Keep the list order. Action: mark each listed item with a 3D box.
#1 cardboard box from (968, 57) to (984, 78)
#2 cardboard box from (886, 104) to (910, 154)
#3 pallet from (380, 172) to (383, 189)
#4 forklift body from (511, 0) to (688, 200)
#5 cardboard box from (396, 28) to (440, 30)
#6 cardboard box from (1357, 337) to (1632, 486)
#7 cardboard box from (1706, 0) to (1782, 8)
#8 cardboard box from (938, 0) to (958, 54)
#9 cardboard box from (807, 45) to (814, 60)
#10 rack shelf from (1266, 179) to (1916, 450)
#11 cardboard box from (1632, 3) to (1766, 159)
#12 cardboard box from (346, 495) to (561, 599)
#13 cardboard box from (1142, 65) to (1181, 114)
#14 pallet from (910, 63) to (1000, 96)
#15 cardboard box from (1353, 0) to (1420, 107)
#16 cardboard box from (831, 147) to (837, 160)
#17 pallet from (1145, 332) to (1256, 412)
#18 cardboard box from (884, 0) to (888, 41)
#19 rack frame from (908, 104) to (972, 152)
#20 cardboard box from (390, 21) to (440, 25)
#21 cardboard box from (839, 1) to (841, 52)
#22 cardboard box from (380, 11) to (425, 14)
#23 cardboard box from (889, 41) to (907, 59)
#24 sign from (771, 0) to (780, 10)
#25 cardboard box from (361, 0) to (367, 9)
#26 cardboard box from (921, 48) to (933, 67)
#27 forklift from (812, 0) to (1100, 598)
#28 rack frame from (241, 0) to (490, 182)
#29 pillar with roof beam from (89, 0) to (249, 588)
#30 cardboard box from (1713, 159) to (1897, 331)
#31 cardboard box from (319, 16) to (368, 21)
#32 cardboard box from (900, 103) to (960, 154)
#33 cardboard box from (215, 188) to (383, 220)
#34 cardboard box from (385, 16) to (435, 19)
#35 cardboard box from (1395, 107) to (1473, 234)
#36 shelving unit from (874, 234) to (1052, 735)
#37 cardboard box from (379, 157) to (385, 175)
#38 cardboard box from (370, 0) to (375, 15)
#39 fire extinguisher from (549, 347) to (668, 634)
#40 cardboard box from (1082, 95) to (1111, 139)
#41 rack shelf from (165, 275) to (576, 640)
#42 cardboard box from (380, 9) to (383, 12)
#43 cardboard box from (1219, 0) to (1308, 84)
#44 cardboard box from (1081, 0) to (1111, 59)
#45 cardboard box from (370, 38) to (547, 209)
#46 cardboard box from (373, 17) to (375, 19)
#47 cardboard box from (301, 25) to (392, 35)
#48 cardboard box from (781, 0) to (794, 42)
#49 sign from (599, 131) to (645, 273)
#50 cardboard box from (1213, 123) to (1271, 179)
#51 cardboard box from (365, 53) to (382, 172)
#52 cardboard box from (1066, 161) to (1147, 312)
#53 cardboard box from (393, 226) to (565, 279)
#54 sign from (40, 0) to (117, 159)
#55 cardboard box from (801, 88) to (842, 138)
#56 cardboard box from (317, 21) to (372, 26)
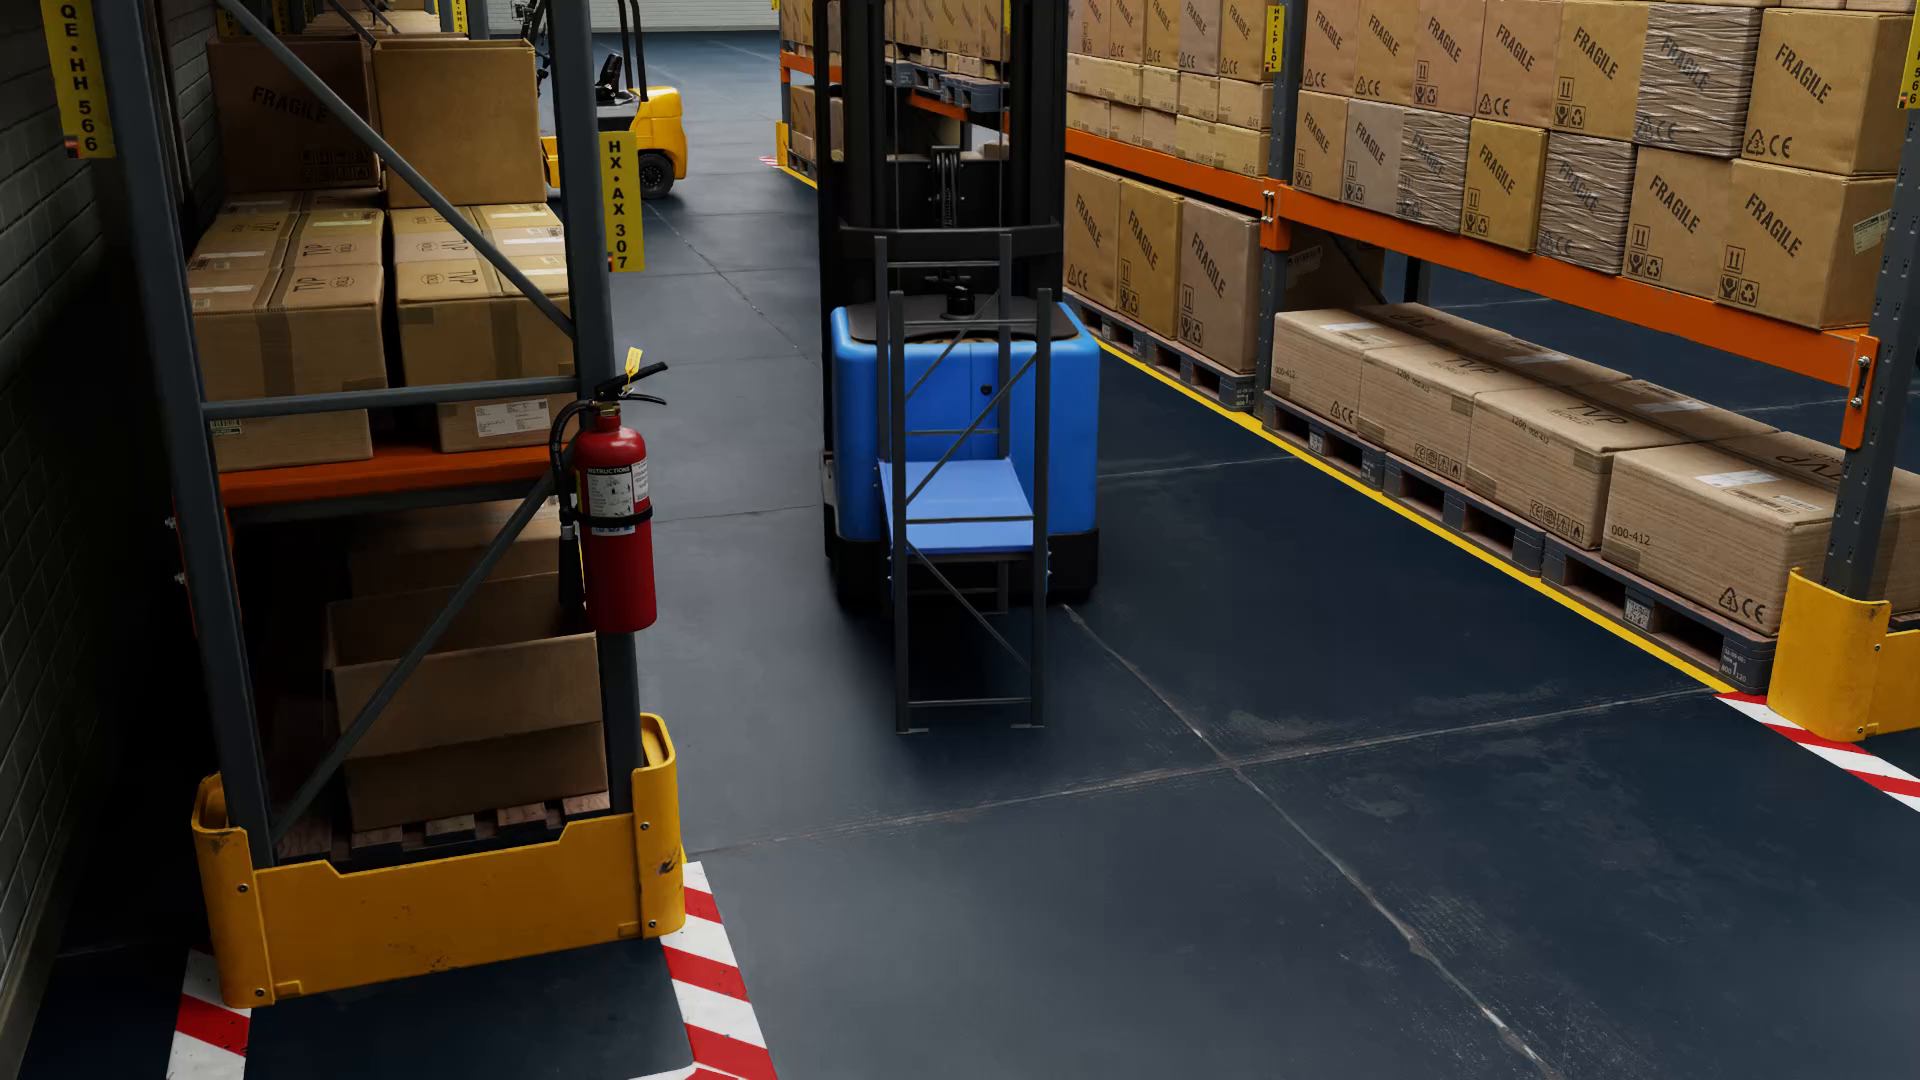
[{"bbox_3d":[0.281,-3.737,13.133,0.380,0.149,0.250,-7,21,-18],"label":"cardboard box"},{"bbox_3d":[-0.816,-4.124,16.798,0.500,0.500,0.500,-7,21,-18],"label":"cardboard box"},{"bbox_3d":[-2.720,-1.788,8.241,1.003,0.211,1.213,-6,21,-17],"label":"pallet"},{"bbox_3d":[-4.016,-4.647,17.173,2.313,2.155,1.214,-6,21,-17],"label":"forklift body"},{"bbox_3d":[-3.735,-3.465,11.520,0.380,0.149,0.250,-6,21,-16],"label":"cardboard box"},{"bbox_3d":[2.516,-0.631,7.904,0.875,0.438,0.875,-7,21,-19],"label":"cardboard box"},{"bbox_3d":[2.830,-1.925,5.752,0.380,0.149,0.250,-7,21,-18],"label":"cardboard box"},{"bbox_3d":[0.142,-4.250,13.603,0.500,0.500,0.500,-8,21,-21],"label":"cardboard box"},{"bbox_3d":[-1.474,-5.402,18.389,0.380,0.149,0.250,-6,21,-16],"label":"cardboard box"},{"bbox_3d":[2.768,-1.159,7.269,1.077,0.370,4.000,-6,21,-17],"label":"rack shelf"},{"bbox_3d":[2.826,-1.667,5.993,0.500,0.500,0.500,-6,21,-17],"label":"cardboard box"},{"bbox_3d":[-1.649,0.167,5.590,0.700,0.500,0.500,-6,20,-15],"label":"cardboard box"},{"bbox_3d":[1.437,-2.744,10.102,0.500,0.250,0.500,-6,21,-16],"label":"cardboard box"},{"bbox_3d":[0.221,-3.963,14.297,1.003,0.211,1.213,-6,21,-17],"label":"pallet"},{"bbox_3d":[2.212,-2.315,7.798,0.500,0.500,0.500,-7,21,-18],"label":"cardboard box"},{"bbox_3d":[-1.149,-4.104,17.853,0.500,0.250,0.500,-6,21,-16],"label":"cardboard box"},{"bbox_3d":[1.825,-1.066,10.073,1.003,0.211,1.213,-6,21,-17],"label":"pallet"},{"bbox_3d":[-0.500,-4.910,15.440,0.500,0.500,0.500,-6,21,-16],"label":"cardboard box"},{"bbox_3d":[-0.376,-4.706,16.082,1.000,3.000,0.127,-6,21,-17],"label":"rack frame"},{"bbox_3d":[-4.065,-3.793,12.432,0.380,0.149,0.250,-6,21,-16],"label":"cardboard box"},{"bbox_3d":[-0.920,-5.174,16.796,0.500,0.500,0.500,-6,21,-15],"label":"cardboard box"},{"bbox_3d":[-4.768,-4.444,14.244,0.380,0.149,0.250,-6,21,-15],"label":"cardboard box"},{"bbox_3d":[-0.432,-4.494,15.240,0.380,0.149,0.250,-6,21,-16],"label":"cardboard box"},{"bbox_3d":[-2.148,-6.340,19.348,0.100,0.325,0.005,-6,21,-17],"label":"sign"},{"bbox_3d":[-5.513,-4.825,14.865,0.380,0.149,0.250,-7,21,-19],"label":"cardboard box"},{"bbox_3d":[-0.118,-4.153,14.293,0.380,0.149,0.250,-6,20,-15],"label":"cardboard box"},{"bbox_3d":[-0.109,-1.605,7.549,1.130,2.935,3.031,-2,20,-5],"label":"forklift"},{"bbox_3d":[-2.572,-1.610,7.463,1.000,3.000,0.127,-6,21,-17],"label":"rack frame"},{"bbox_3d":[0.878,-4.572,6.833,9.100,9.000,0.400,-6,21,-17],"label":"pillar with roof beam"},{"bbox_3d":[2.993,-1.029,5.696,0.500,0.500,0.500,-6,21,-17],"label":"cardboard box"},{"bbox_3d":[-4.967,-4.143,13.405,0.380,0.149,0.250,-7,21,-18],"label":"cardboard box"},{"bbox_3d":[-0.305,-4.181,16.956,0.500,0.500,0.500,-5,20,-15],"label":"cardboard box"},{"bbox_3d":[-2.188,-1.008,5.568,0.500,0.250,0.500,-6,21,-17],"label":"cardboard box"},{"bbox_3d":[-4.412,-4.118,13.336,0.380,0.149,0.250,-7,21,-18],"label":"cardboard box"},{"bbox_3d":[2.342,-1.685,7.523,0.500,0.500,0.500,-6,21,-17],"label":"cardboard box"},{"bbox_3d":[-0.014,-0.233,5.848,0.538,1.500,1.048,-2,20,-5],"label":"shelving unit"},{"bbox_3d":[-2.180,-1.542,7.055,0.500,0.250,0.500,-6,21,-16],"label":"cardboard box"},{"bbox_3d":[-6.272,-5.523,17.247,0.380,0.149,0.250,-7,21,-18],"label":"cardboard box"},{"bbox_3d":[-0.830,-0.117,3.970,0.296,0.674,0.183,-6,21,-17],"label":"fire extinguisher"},{"bbox_3d":[1.134,-2.836,11.098,0.500,0.250,0.500,-6,21,-15],"label":"cardboard box"},{"bbox_3d":[-1.943,-0.630,5.797,1.077,0.370,4.000,-6,21,-17],"label":"rack shelf"},{"bbox_3d":[-5.128,-4.824,15.301,0.380,0.149,0.250,-6,21,-17],"label":"cardboard box"},{"bbox_3d":[1.760,-2.773,9.073,0.500,0.500,0.500,-6,21,-15],"label":"cardboard box"},{"bbox_3d":[1.118,-3.430,10.902,0.500,0.500,0.500,-6,21,-16],"label":"cardboard box"},{"bbox_3d":[-1.673,-1.405,5.562,0.500,0.500,0.500,-6,21,-16],"label":"cardboard box"},{"bbox_3d":[-6.105,-4.994,16.735,0.500,0.500,0.500,-7,21,-18],"label":"cardboard box"},{"bbox_3d":[-3.816,-2.957,10.442,0.500,0.500,0.500,-5,20,-15],"label":"cardboard box"},{"bbox_3d":[-1.747,-5.995,19.083,0.500,0.500,0.500,-7,21,-18],"label":"cardboard box"},{"bbox_3d":[-0.800,-0.792,3.903,0.100,0.325,0.005,-6,21,-17],"label":"sign"},{"bbox_3d":[1.759,-2.186,9.286,0.500,0.250,0.500,-7,21,-18],"label":"cardboard box"},{"bbox_3d":[-2.512,-2.034,7.873,0.700,0.500,0.500,-6,21,-16],"label":"cardboard box"},{"bbox_3d":[1.296,-2.103,11.356,0.875,0.875,0.875,-6,21,-17],"label":"cardboard box"},{"bbox_3d":[-1.360,-0.732,4.799,0.500,0.250,0.500,-6,21,-17],"label":"cardboard box"},{"bbox_3d":[-1.848,-0.968,3.493,0.100,0.325,0.005,-6,21,-17],"label":"sign"},{"bbox_3d":[-1.465,-4.783,18.633,0.500,0.500,0.500,-7,21,-19],"label":"cardboard box"},{"bbox_3d":[-4.624,-3.820,12.506,0.380,0.149,0.250,-6,21,-16],"label":"cardboard box"}]
